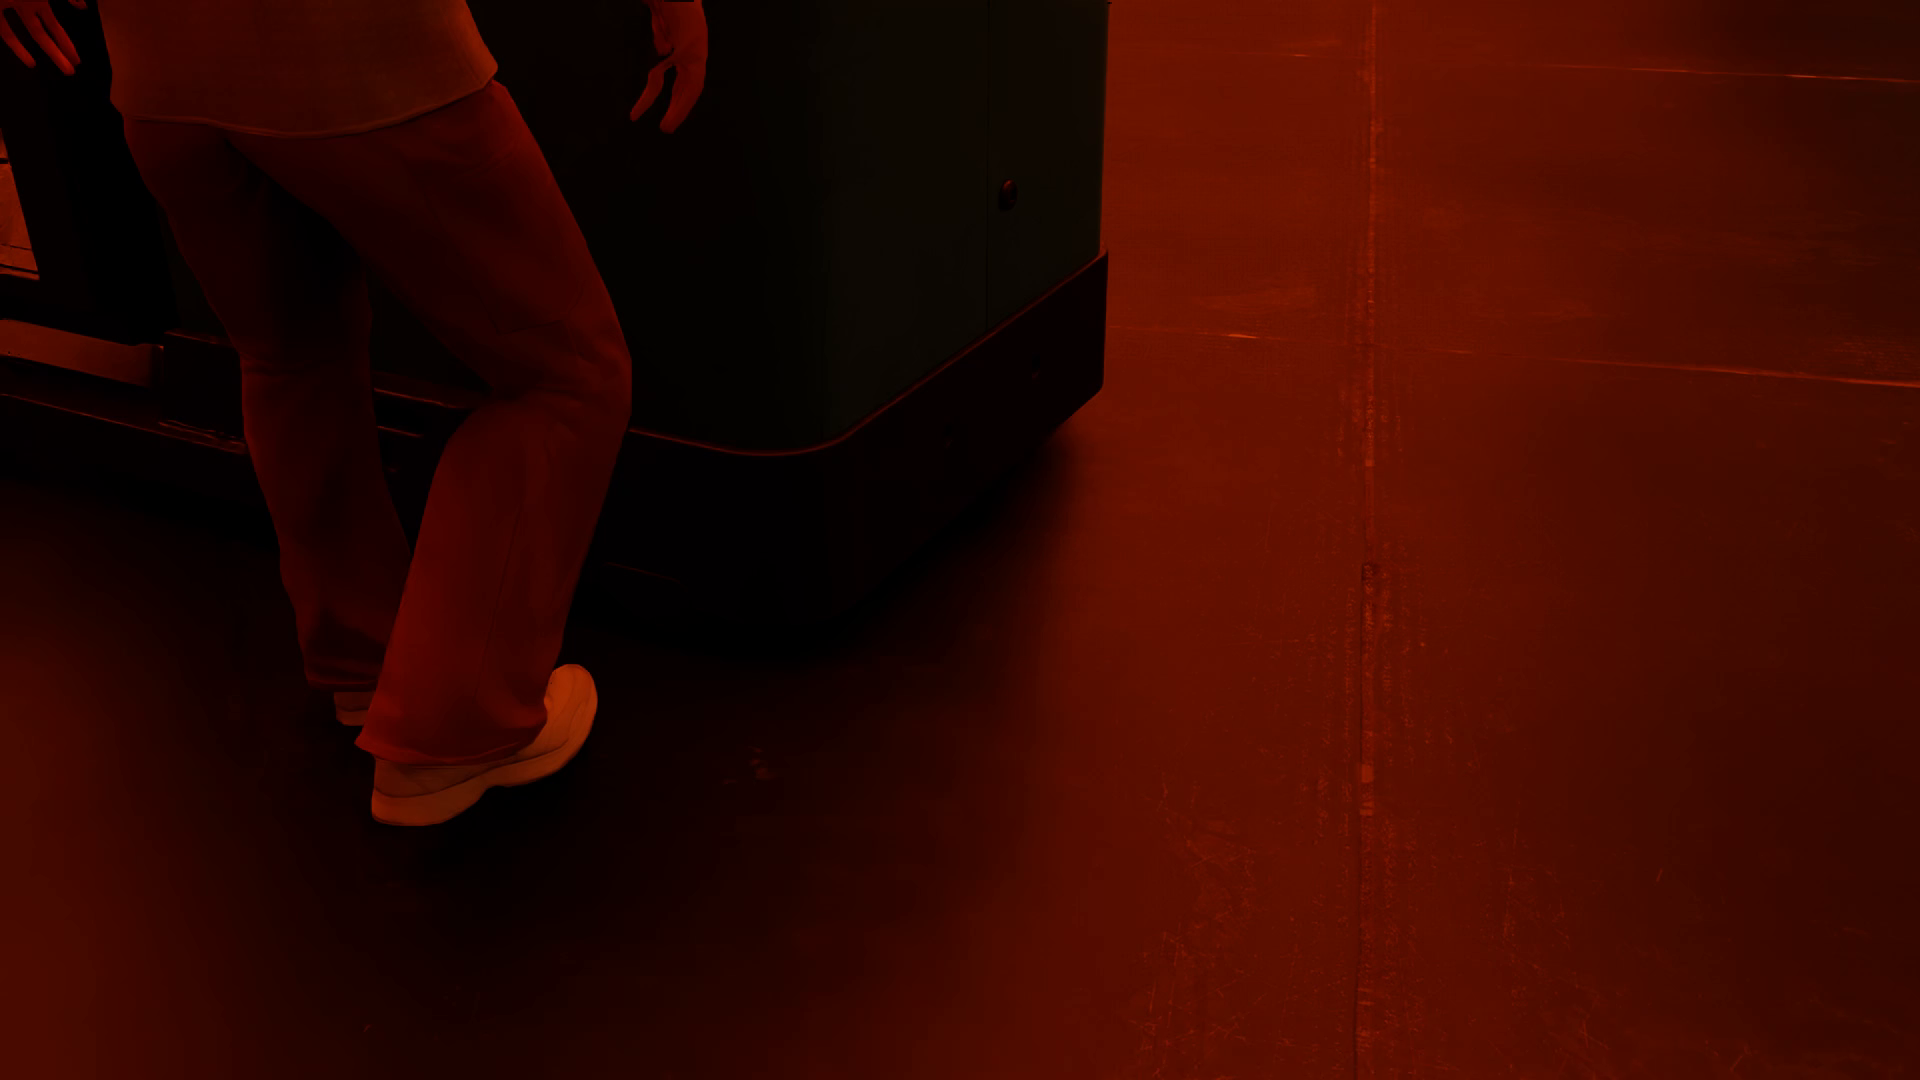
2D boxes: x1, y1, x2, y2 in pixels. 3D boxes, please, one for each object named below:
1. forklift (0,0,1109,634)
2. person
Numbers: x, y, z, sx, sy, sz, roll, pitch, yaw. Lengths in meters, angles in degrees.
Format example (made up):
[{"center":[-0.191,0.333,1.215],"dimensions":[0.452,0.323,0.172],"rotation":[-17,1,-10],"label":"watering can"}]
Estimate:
[{"center":[-1.306,-1.633,2.483],"dimensions":[3.031,2.935,1.130],"rotation":[13,29,24],"label":"forklift"},{"center":[-0.585,-0.466,1.657],"dimensions":[0.799,1.626,0.539],"rotation":[10,28,19],"label":"person"}]
